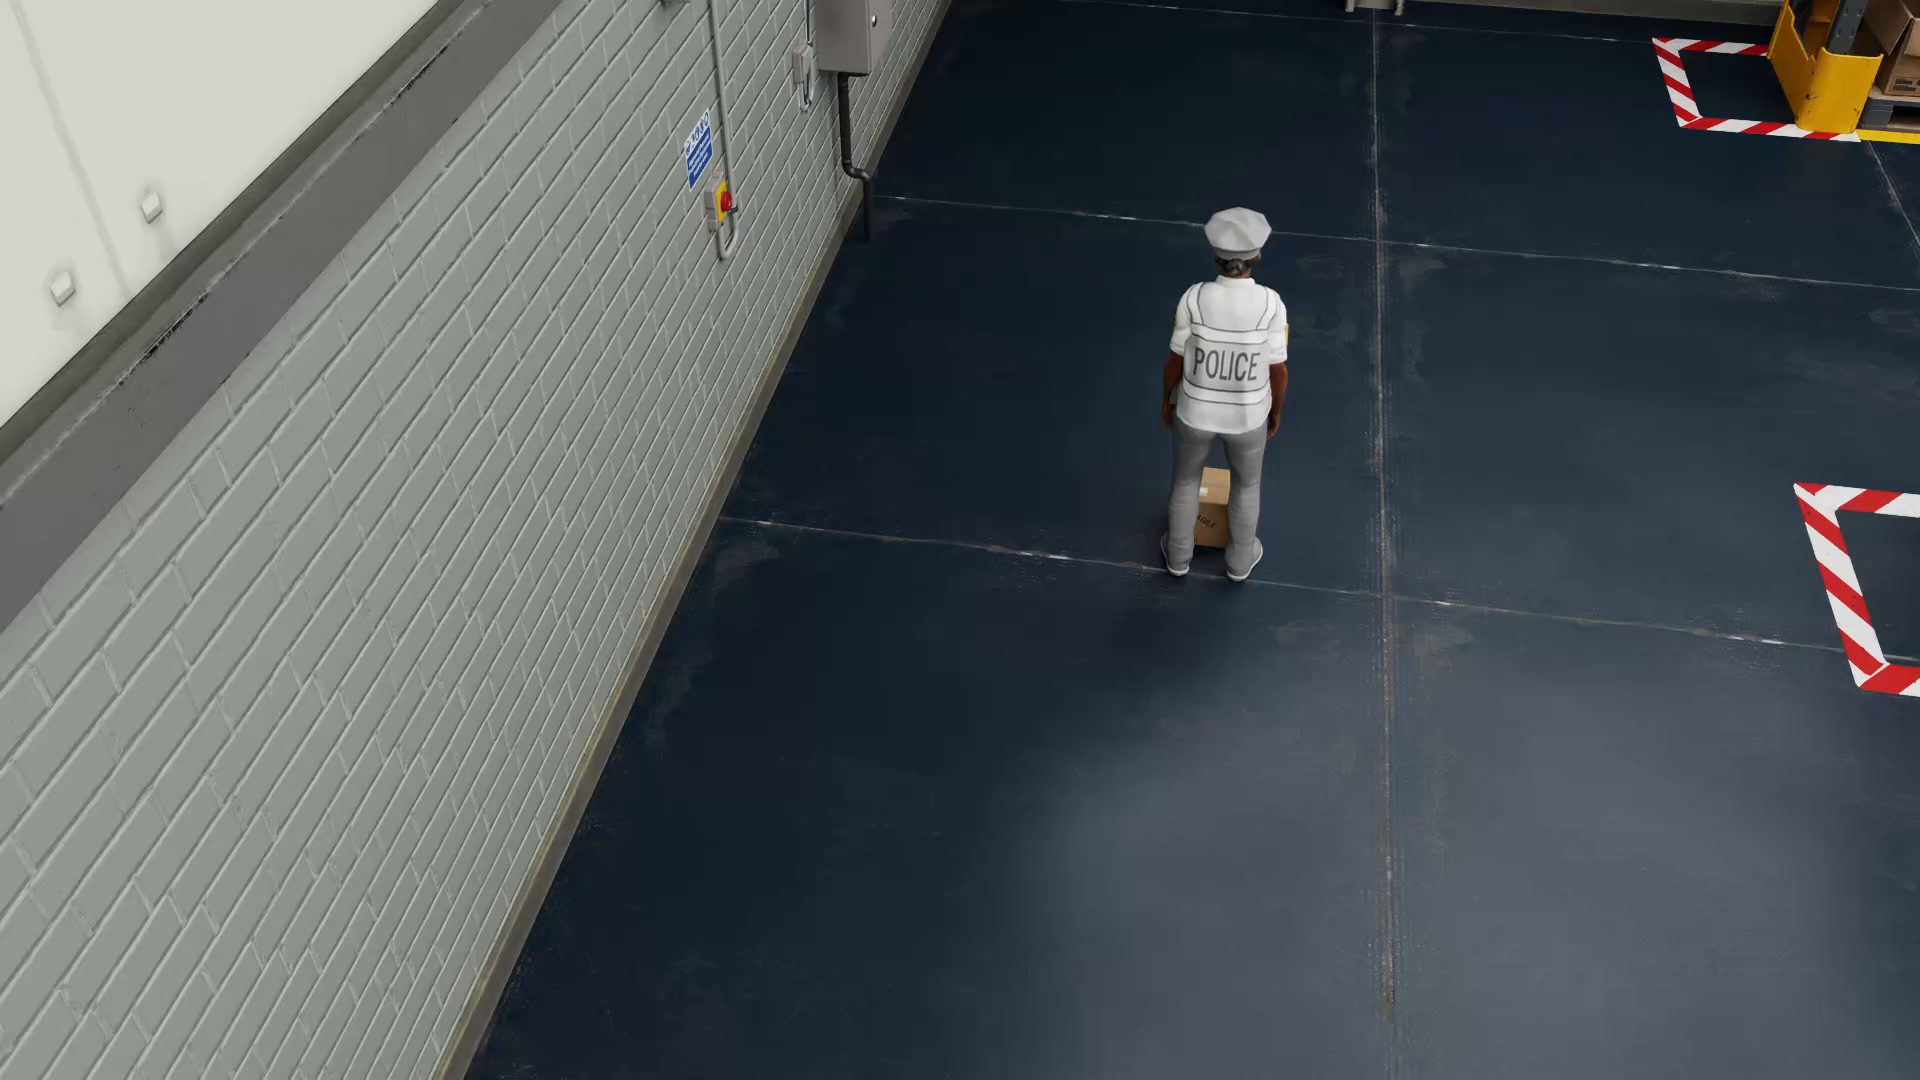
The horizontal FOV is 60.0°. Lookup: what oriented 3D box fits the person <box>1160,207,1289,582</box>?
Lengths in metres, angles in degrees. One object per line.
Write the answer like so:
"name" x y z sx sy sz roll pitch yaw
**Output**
"person" 1.069 -0.530 6.772 0.505 1.659 0.392 7 41 8
